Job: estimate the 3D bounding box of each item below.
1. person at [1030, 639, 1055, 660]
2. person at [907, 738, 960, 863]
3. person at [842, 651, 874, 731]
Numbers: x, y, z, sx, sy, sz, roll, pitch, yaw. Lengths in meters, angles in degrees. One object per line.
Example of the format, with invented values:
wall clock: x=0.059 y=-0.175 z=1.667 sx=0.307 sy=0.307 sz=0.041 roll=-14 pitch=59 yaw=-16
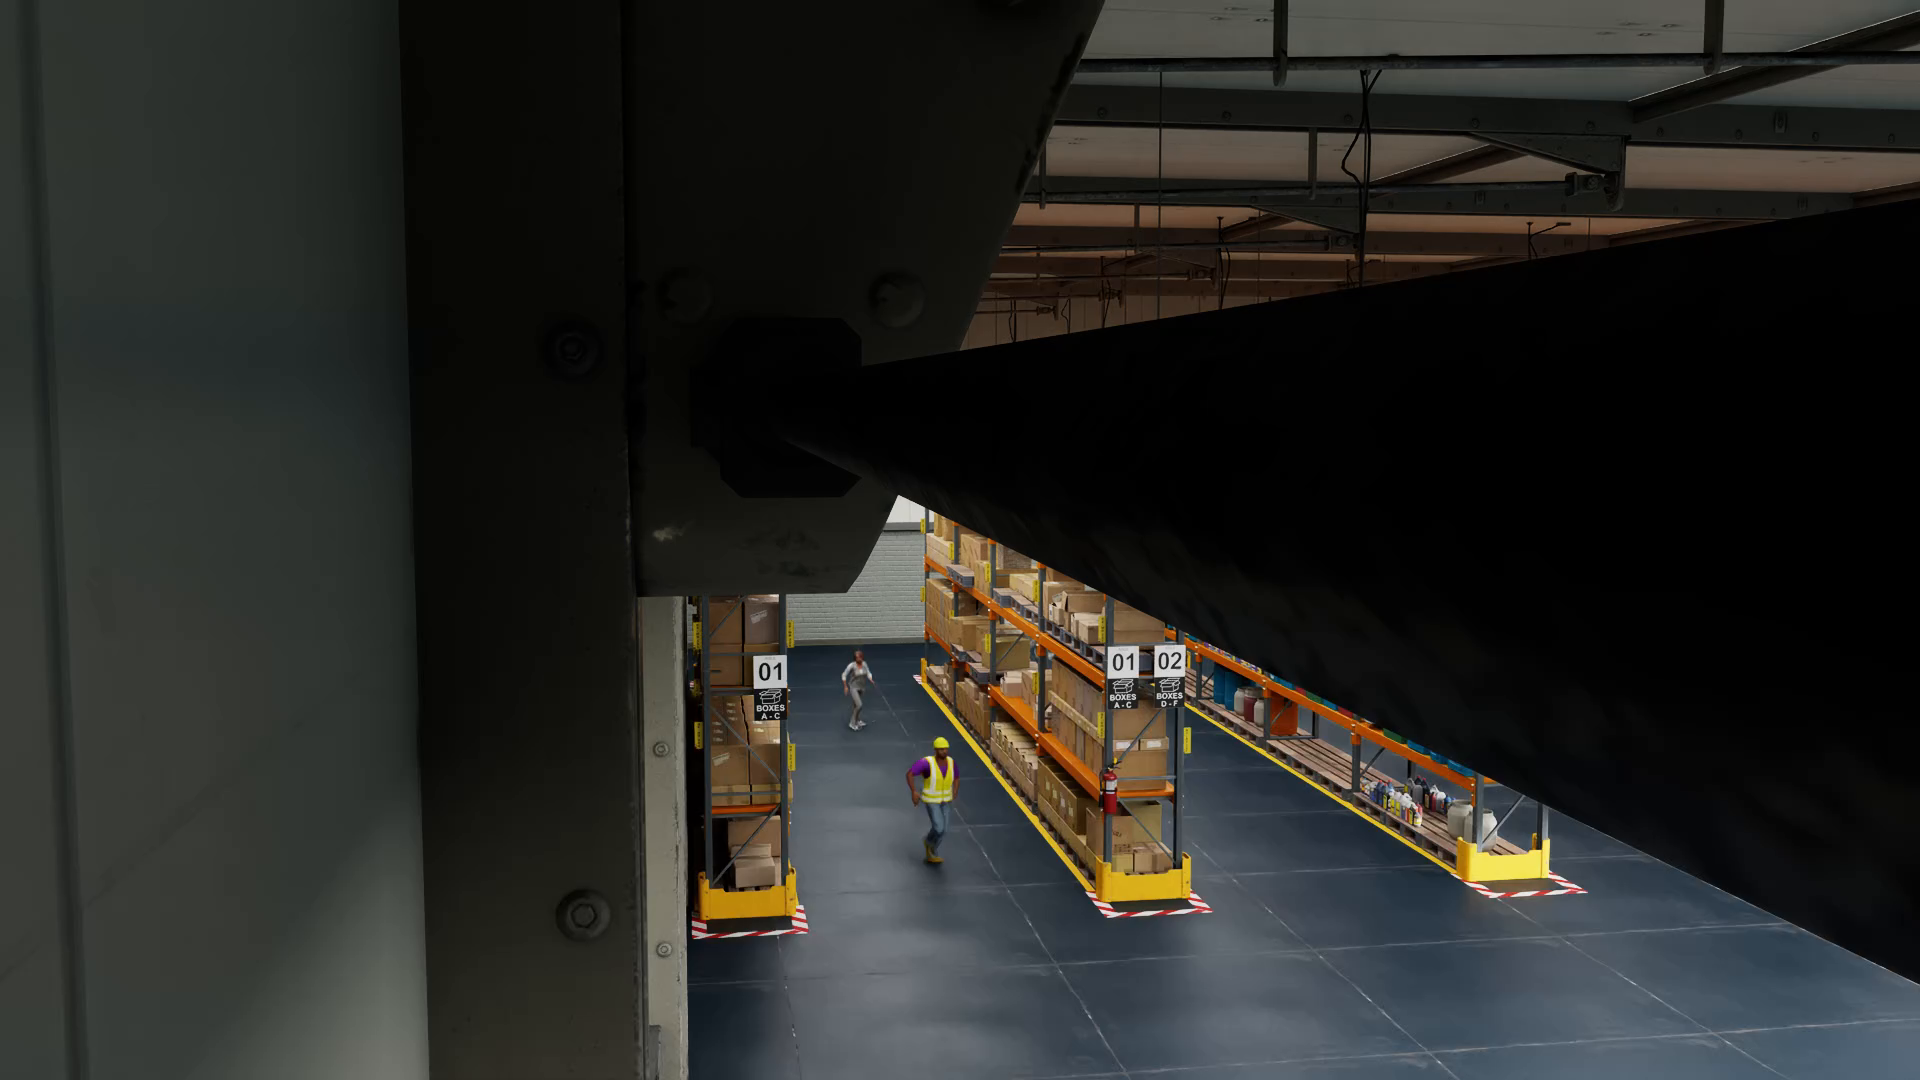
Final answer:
person: x=2.021 y=2.087 z=39.715 sx=1.176 sy=1.558 sz=0.682 roll=2 pitch=5 yaw=22
person: x=-0.313 y=3.501 z=22.329 sx=0.745 sy=1.719 sz=0.558 roll=-3 pitch=6 yaw=-28
person: x=-1.900 y=2.839 z=31.381 sx=0.779 sy=1.558 sz=0.561 roll=5 pitch=7 yaw=44
